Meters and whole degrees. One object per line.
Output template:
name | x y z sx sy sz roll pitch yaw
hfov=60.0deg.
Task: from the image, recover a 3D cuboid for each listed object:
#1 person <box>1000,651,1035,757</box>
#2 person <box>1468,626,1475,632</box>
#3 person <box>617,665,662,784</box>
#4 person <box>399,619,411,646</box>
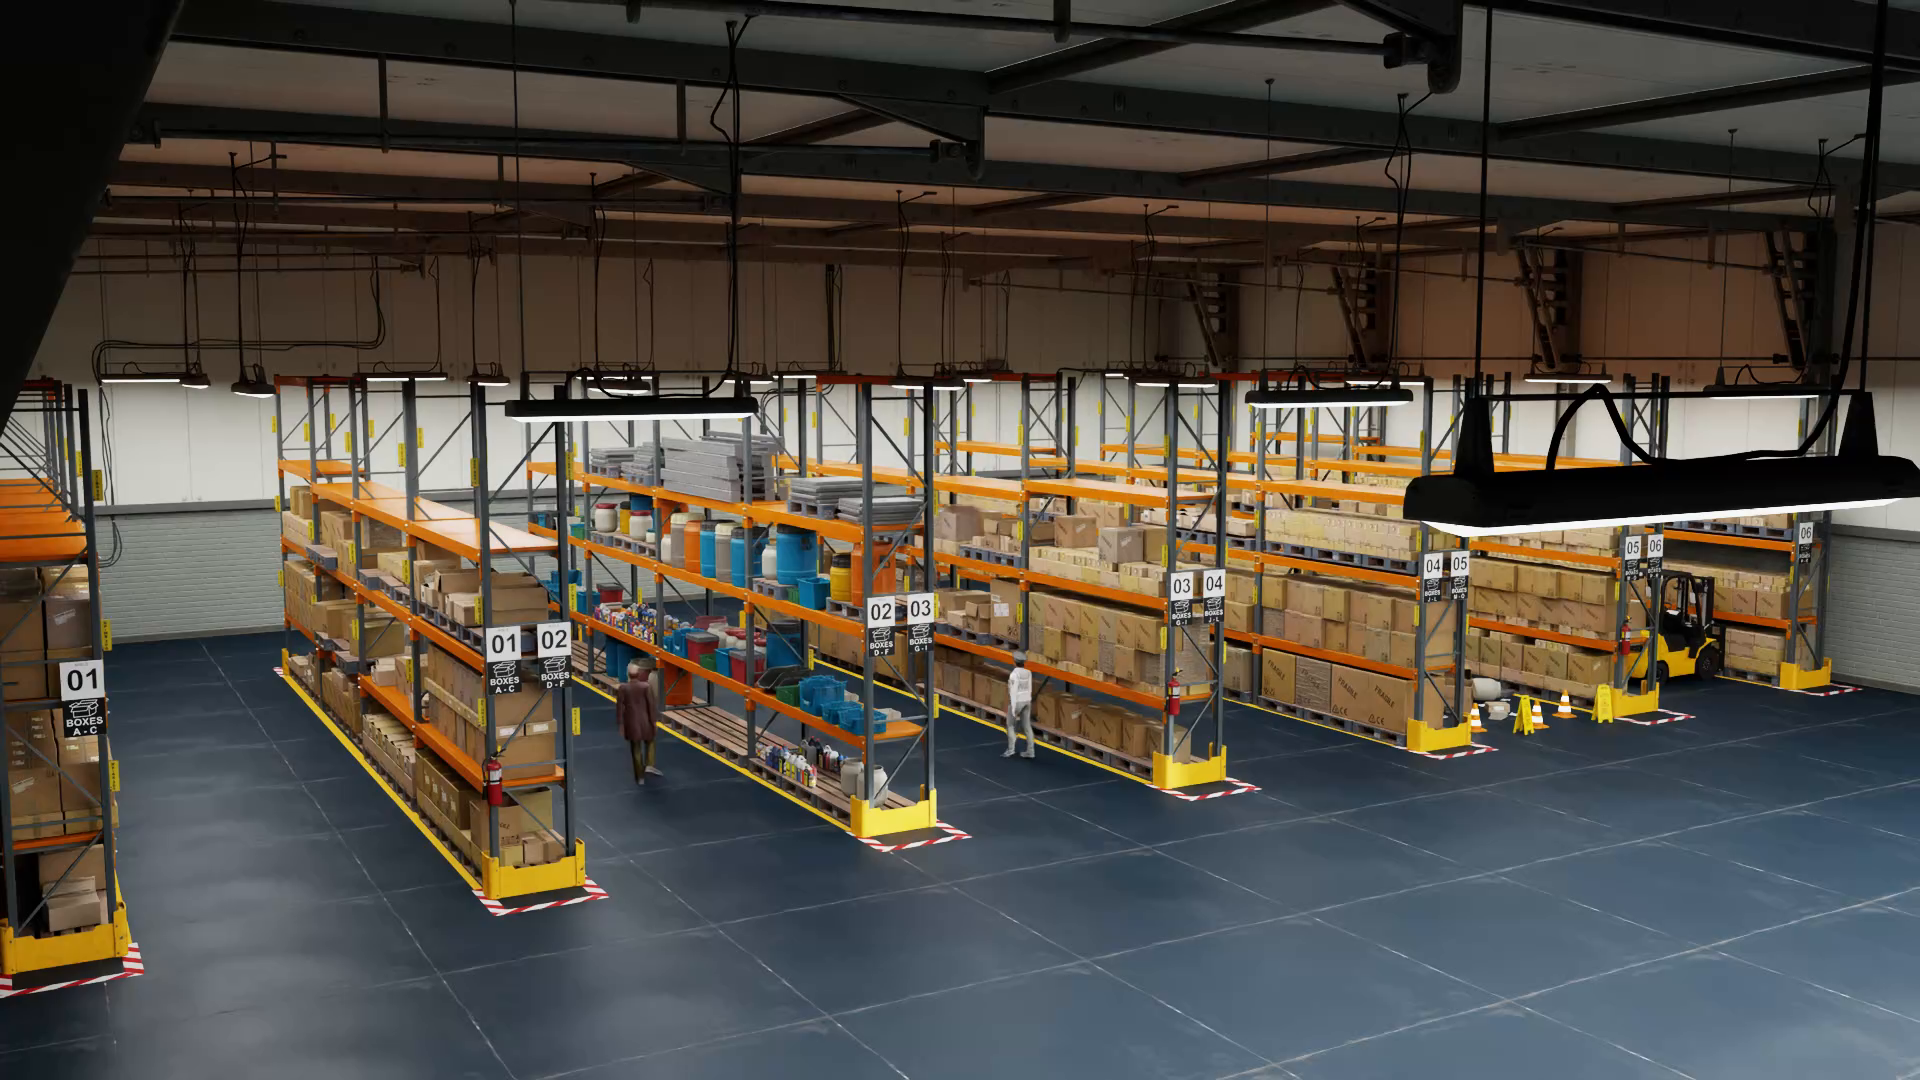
person | 0.971 2.634 26.398 0.518 1.733 0.592 -5 8 -41
person | 10.744 1.720 35.162 0.514 1.554 0.701 -5 8 -39
person | -4.773 2.742 24.734 0.626 1.769 0.571 -2 7 -18
person | -10.925 1.895 32.994 0.483 1.673 0.472 0 6 -4
